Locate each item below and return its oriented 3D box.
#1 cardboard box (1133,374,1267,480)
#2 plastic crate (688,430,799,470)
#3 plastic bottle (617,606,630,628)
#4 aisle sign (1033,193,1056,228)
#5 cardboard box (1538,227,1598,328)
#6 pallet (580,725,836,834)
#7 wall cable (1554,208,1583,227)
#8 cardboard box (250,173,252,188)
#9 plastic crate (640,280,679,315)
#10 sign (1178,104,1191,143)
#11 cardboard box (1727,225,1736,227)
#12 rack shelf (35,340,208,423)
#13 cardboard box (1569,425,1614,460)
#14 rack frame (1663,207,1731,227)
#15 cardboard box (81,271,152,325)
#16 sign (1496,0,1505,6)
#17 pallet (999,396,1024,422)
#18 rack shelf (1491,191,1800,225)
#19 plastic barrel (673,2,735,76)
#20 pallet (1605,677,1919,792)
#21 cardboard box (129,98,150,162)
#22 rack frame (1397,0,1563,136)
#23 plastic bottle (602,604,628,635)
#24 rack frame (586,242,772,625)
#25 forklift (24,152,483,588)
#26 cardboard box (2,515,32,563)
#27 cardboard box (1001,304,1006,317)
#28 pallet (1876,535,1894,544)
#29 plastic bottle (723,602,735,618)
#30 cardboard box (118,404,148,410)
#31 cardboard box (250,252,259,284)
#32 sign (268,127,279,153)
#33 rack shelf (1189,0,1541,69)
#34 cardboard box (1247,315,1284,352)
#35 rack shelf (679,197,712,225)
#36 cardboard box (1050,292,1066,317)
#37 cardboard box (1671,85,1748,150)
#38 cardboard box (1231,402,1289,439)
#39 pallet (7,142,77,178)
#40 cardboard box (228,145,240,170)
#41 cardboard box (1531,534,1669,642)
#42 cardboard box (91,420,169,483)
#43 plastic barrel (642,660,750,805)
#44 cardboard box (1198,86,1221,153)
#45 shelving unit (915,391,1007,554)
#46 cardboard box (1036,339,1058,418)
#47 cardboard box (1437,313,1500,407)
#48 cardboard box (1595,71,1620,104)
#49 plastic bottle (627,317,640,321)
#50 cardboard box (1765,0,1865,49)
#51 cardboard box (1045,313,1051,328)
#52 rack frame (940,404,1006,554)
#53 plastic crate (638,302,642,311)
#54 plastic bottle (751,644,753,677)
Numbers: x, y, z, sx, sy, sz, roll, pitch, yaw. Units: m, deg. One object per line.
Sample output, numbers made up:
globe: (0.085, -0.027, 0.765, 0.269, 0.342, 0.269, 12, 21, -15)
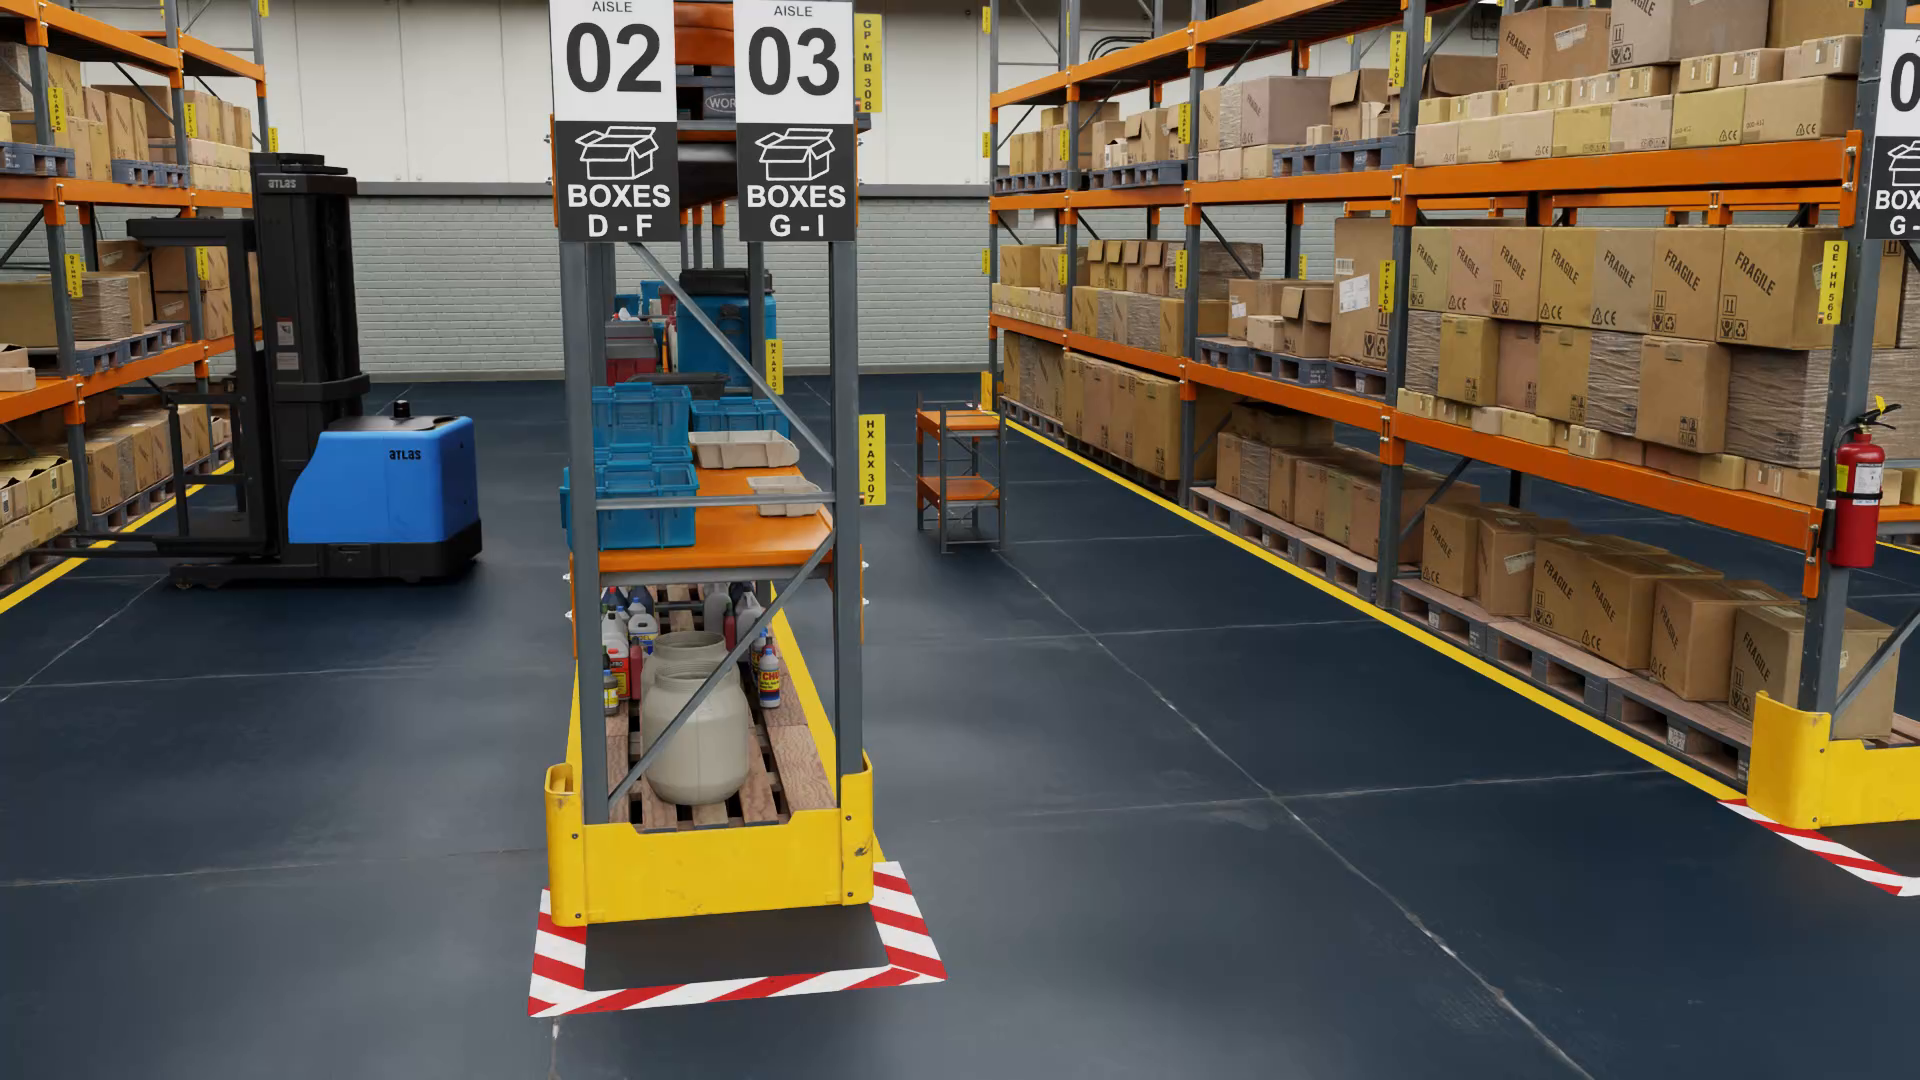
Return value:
cardboard box: (2.332, -1.067, 15.342, 1.225, 0.875, 0.875, -3, 11, -14)
plastic crate: (-1.071, -0.446, 8.221, 0.530, 0.136, 0.437, -2, 11, -11)
plastic bottle: (-1.783, 0.484, 8.753, 0.097, 0.271, 0.097, 0, 11, 0)
aisle sign: (1.170, -4.546, 22.106, 0.394, 0.787, 0.004, -2, 11, -11)
cardboard box: (3.365, -1.364, 8.603, 0.500, 0.500, 0.500, -2, 11, -11)
pallet: (-1.071, 1.078, 6.967, 1.003, 0.211, 1.213, -2, 11, -11)
wall cable: (10.880, -5.191, 29.732, 0.588, 1.984, 0.122, -2, 11, -11)
cardboard box: (-8.383, -4.108, 19.138, 0.500, 0.250, 0.500, -2, 11, -11)
plastic crate: (-3.720, -3.057, 20.980, 0.616, 0.435, 0.499, -2, 11, -11)
sign: (1.900, -3.525, 14.079, 0.100, 0.325, 0.005, -2, 11, -11)
cardboard box: (10.638, -4.198, 22.553, 0.380, 0.149, 0.250, -2, 11, -10)
rack shelf: (-7.661, -1.431, 14.619, 1.077, 0.370, 4.000, -2, 11, -11)
cardboard box: (3.349, -0.503, 8.489, 0.380, 0.149, 0.250, -2, 11, -11)
rack frame: (10.610, -3.605, 24.116, 1.000, 3.000, 0.127, -2, 11, -11)
cardboard box: (-8.178, -2.312, 15.931, 0.700, 0.500, 0.500, -6, 12, -30)
sign: (6.017, -6.102, 18.477, 0.100, 0.325, 0.005, -2, 11, -11)
pallet: (1.122, -1.731, 21.728, 1.003, 0.211, 1.213, -2, 11, -11)
rack shelf: (6.941, -3.426, 17.078, 1.077, 0.370, 4.000, -2, 11, -11)
plastic barrel: (-1.076, -2.106, 5.943, 0.600, 0.830, 0.708, -2, 11, -11)
pallet: (3.863, 0.895, 7.928, 1.003, 0.211, 1.213, -2, 11, -11)
cardboard box: (-8.025, -3.835, 15.641, 0.600, 0.600, 0.600, -3, 11, -16)
rack frame: (3.223, -3.991, 10.098, 1.000, 3.000, 0.127, -2, 11, -11)
plastic bottle: (-1.766, 0.497, 8.471, 0.144, 0.351, 0.185, -2, 11, -11)
rack frame: (-1.635, -0.864, 9.713, 1.000, 3.000, 0.127, -2, 11, -11)
forklift: (-5.069, -1.207, 11.700, 3.031, 2.935, 1.130, 0, 11, -1)
cardboard box: (-6.732, 0.001, 11.401, 0.500, 0.250, 0.500, -2, 11, -10)
cardboard box: (0.736, -2.950, 21.347, 0.380, 0.149, 0.250, -2, 11, -12)
pallet: (7.644, -0.199, 13.677, 1.003, 0.211, 1.213, -2, 11, -11)
plastic bottle: (-1.222, 0.465, 8.820, 0.061, 0.283, 0.133, -2, 11, -11)
cardboard box: (-8.195, -1.042, 16.159, 0.500, 0.500, 0.500, -3, 11, -14)
cardboard box: (-8.268, -3.166, 18.869, 0.500, 0.500, 0.500, -2, 11, -9)
sign: (-8.280, -4.810, 20.057, 0.100, 0.325, 0.005, -2, 11, -11)
rack shelf: (2.834, -3.808, 12.130, 1.077, 0.370, 4.000, -2, 11, -11)
cardboard box: (2.546, -1.595, 12.830, 0.500, 0.250, 0.500, -2, 11, -13)
rack shelf: (-2.802, -3.084, 15.281, 1.077, 0.370, 4.000, -2, 11, -11)
cardboard box: (1.324, -2.655, 18.730, 0.500, 0.250, 0.500, -2, 11, -12)
cardboard box: (3.559, -1.881, 7.435, 0.500, 0.250, 0.500, -2, 11, -11)
cardboard box: (2.605, -1.012, 13.996, 0.500, 0.250, 0.500, -2, 11, -9)
pallet: (-7.053, -2.678, 11.725, 1.213, 0.211, 1.003, -2, 11, -8)
cardboard box: (-8.184, -4.171, 18.129, 0.500, 0.250, 0.500, -2, 11, -11)
cardboard box: (3.579, 0.268, 9.327, 0.500, 0.500, 0.500, -3, 11, -16)
cardboard box: (-7.387, -0.784, 14.800, 0.500, 0.500, 0.500, -3, 11, -13)
plastic barrel: (-1.060, 0.768, 6.671, 0.421, 0.512, 0.421, 0, 11, 0)
cardboard box: (2.285, -3.450, 13.675, 0.500, 0.500, 0.500, -2, 11, -10)
shelving unit: (-0.001, -0.554, 13.098, 0.538, 1.125, 1.048, -2, 11, -11)
cardboard box: (1.443, -1.963, 20.046, 0.875, 0.875, 0.875, -2, 11, -11)
cardboard box: (3.313, -1.061, 9.688, 0.875, 0.500, 0.500, -2, 11, -11)
cardboard box: (3.388, -2.237, 8.237, 0.380, 0.149, 0.250, -3, 11, -14)
plastic bottle: (-3.145, -2.007, 16.051, 0.152, 0.276, 0.135, -2, 11, -11)
cardboard box: (3.978, -2.507, 7.923, 0.500, 0.500, 0.500, -2, 11, -11)
cardboard box: (1.187, -2.526, 19.118, 0.380, 0.149, 0.250, -2, 11, -12)
rack frame: (0.098, -0.461, 12.608, 0.500, 1.125, 0.032, -2, 11, -11)
plastic crate: (-3.929, -2.658, 19.428, 0.416, 0.233, 0.300, -2, 11, -11)
plastic bottle: (-1.009, 0.585, 8.408, 0.097, 0.201, 0.097, 0, 11, 0)
